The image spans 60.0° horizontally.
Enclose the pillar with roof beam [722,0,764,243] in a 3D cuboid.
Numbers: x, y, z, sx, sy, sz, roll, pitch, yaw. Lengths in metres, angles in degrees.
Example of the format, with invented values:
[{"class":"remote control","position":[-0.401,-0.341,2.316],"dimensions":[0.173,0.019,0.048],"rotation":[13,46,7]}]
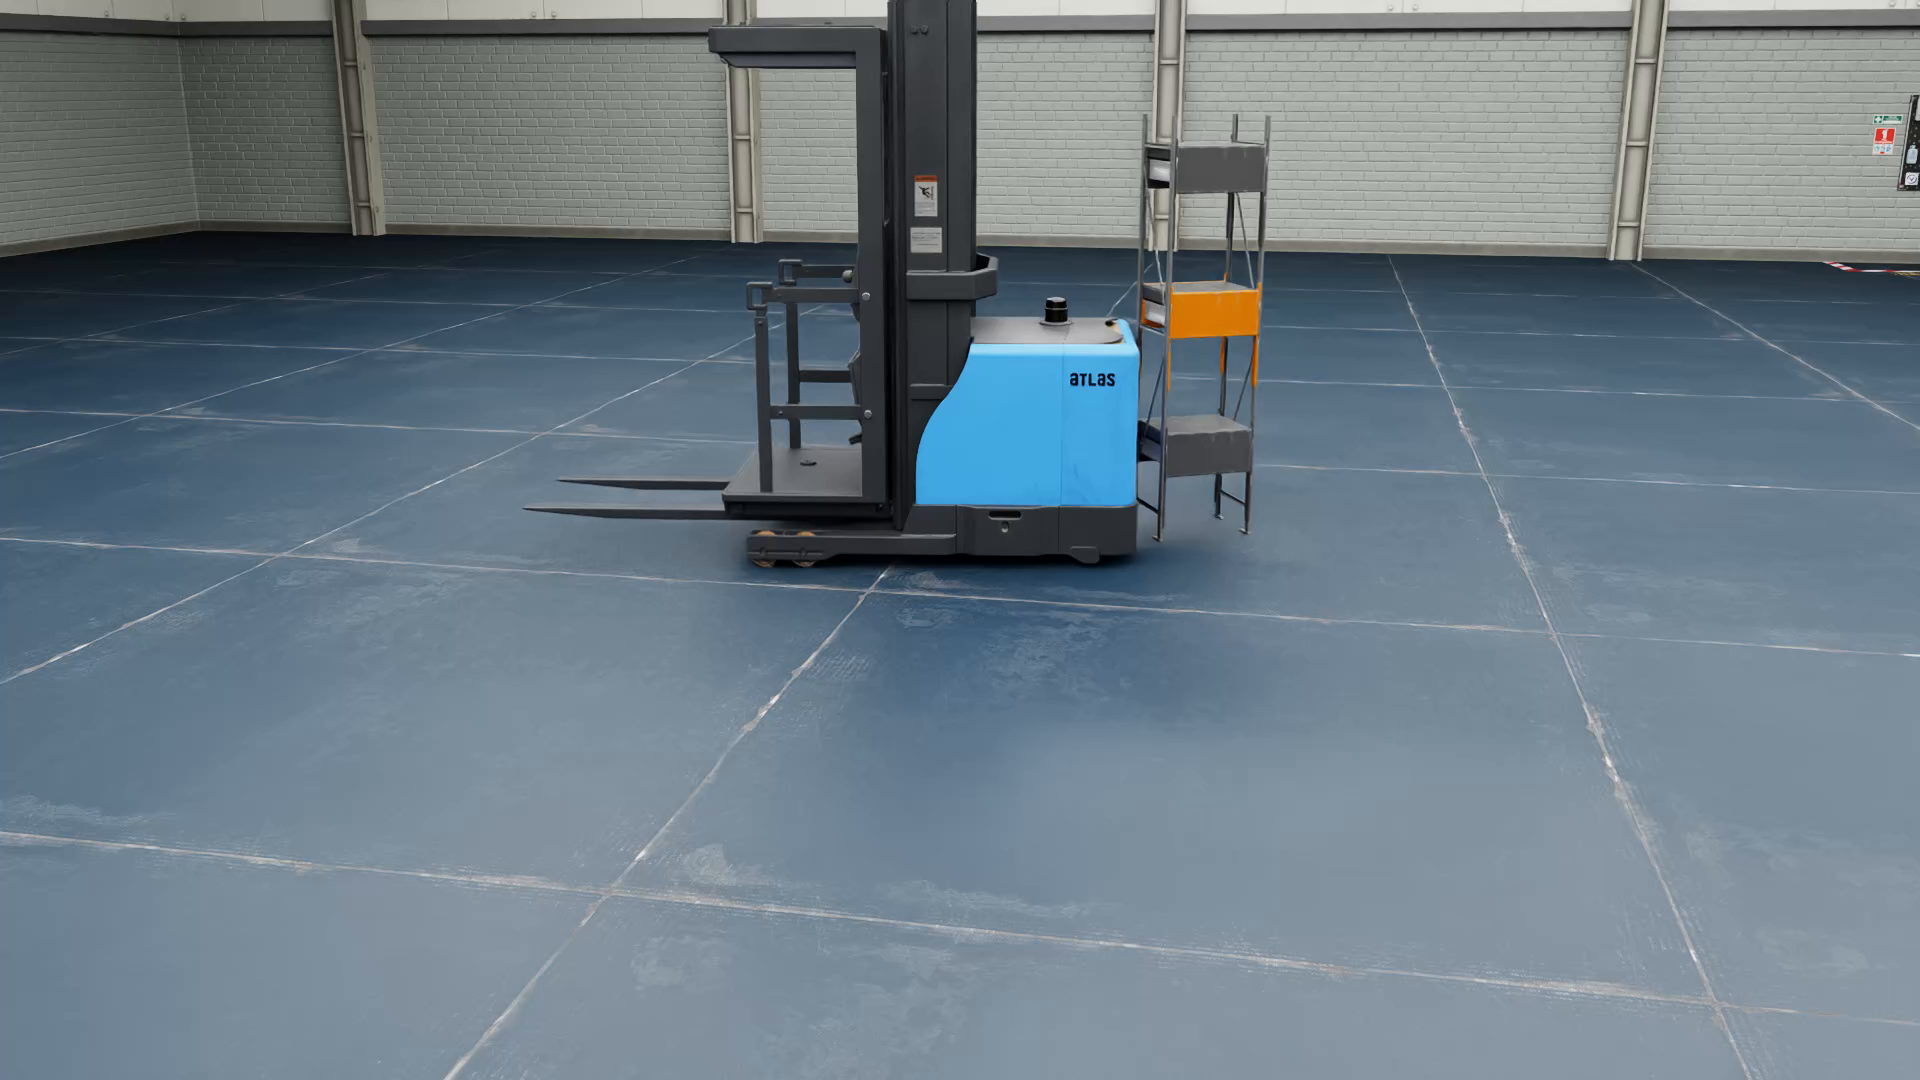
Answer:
[{"class":"pillar with roof beam","position":[-3.932,-7.527,18.809],"dimensions":[0.400,9.000,9.100],"rotation":[3,16,11]}]

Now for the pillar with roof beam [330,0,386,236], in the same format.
[{"class":"pillar with roof beam","position":[-9.812,-7.846,19.961],"dimensions":[0.400,9.000,9.100],"rotation":[3,16,11]}]

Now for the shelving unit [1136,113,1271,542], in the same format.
[{"class":"shelving unit","position":[1.202,-1.069,8.414],"dimensions":[0.503,2.100,0.431],"rotation":[-4,16,-16]}]

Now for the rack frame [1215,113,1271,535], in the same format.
[{"class":"rack frame","position":[1.436,-1.088,8.480],"dimensions":[0.015,2.100,0.400],"rotation":[-4,16,-16]}]

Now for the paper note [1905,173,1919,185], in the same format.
[{"class":"paper note","position":[11.991,-4.549,20.946],"dimensions":[0.142,0.148,0.016],"rotation":[3,16,11]}]

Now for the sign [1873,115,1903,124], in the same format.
[{"class":"sign","position":[11.632,-5.273,20.848],"dimensions":[0.331,0.109,0.001],"rotation":[3,16,11]}]

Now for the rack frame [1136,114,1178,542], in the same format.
[{"class":"rack frame","position":[0.967,-1.051,8.349],"dimensions":[0.015,2.100,0.400],"rotation":[-4,16,-16]}]

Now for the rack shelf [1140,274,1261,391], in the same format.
[{"class":"rack shelf","position":[1.202,-1.056,8.418],"dimensions":[0.480,0.518,0.431],"rotation":[-4,16,-16]}]

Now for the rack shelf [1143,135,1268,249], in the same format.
[{"class":"rack shelf","position":[1.203,-1.730,8.228],"dimensions":[0.480,0.518,0.431],"rotation":[-4,16,-16]}]

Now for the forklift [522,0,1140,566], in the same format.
[{"class":"forklift","position":[-0.640,-1.426,8.148],"dimensions":[3.031,2.935,1.130],"rotation":[1,15,2]}]

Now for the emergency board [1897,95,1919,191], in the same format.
[{"class":"emergency board","position":[12.146,-4.951,20.748],"dimensions":[0.626,1.169,0.157],"rotation":[3,16,11]}]

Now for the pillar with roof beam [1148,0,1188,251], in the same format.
[{"class":"pillar with roof beam","position":[1.948,-7.208,17.656],"dimensions":[0.400,9.000,9.100],"rotation":[3,16,11]}]

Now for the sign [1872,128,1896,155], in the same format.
[{"class":"sign","position":[11.630,-5.020,20.928],"dimensions":[0.234,0.329,0.001],"rotation":[3,16,11]}]

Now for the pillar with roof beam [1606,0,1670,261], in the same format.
[{"class":"pillar with roof beam","position":[7.827,-6.889,16.504],"dimensions":[0.400,9.000,9.100],"rotation":[3,16,11]}]

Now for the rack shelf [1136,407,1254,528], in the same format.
[{"class":"rack shelf","position":[1.201,-0.383,8.609],"dimensions":[0.480,0.518,0.431],"rotation":[-4,16,-16]}]
